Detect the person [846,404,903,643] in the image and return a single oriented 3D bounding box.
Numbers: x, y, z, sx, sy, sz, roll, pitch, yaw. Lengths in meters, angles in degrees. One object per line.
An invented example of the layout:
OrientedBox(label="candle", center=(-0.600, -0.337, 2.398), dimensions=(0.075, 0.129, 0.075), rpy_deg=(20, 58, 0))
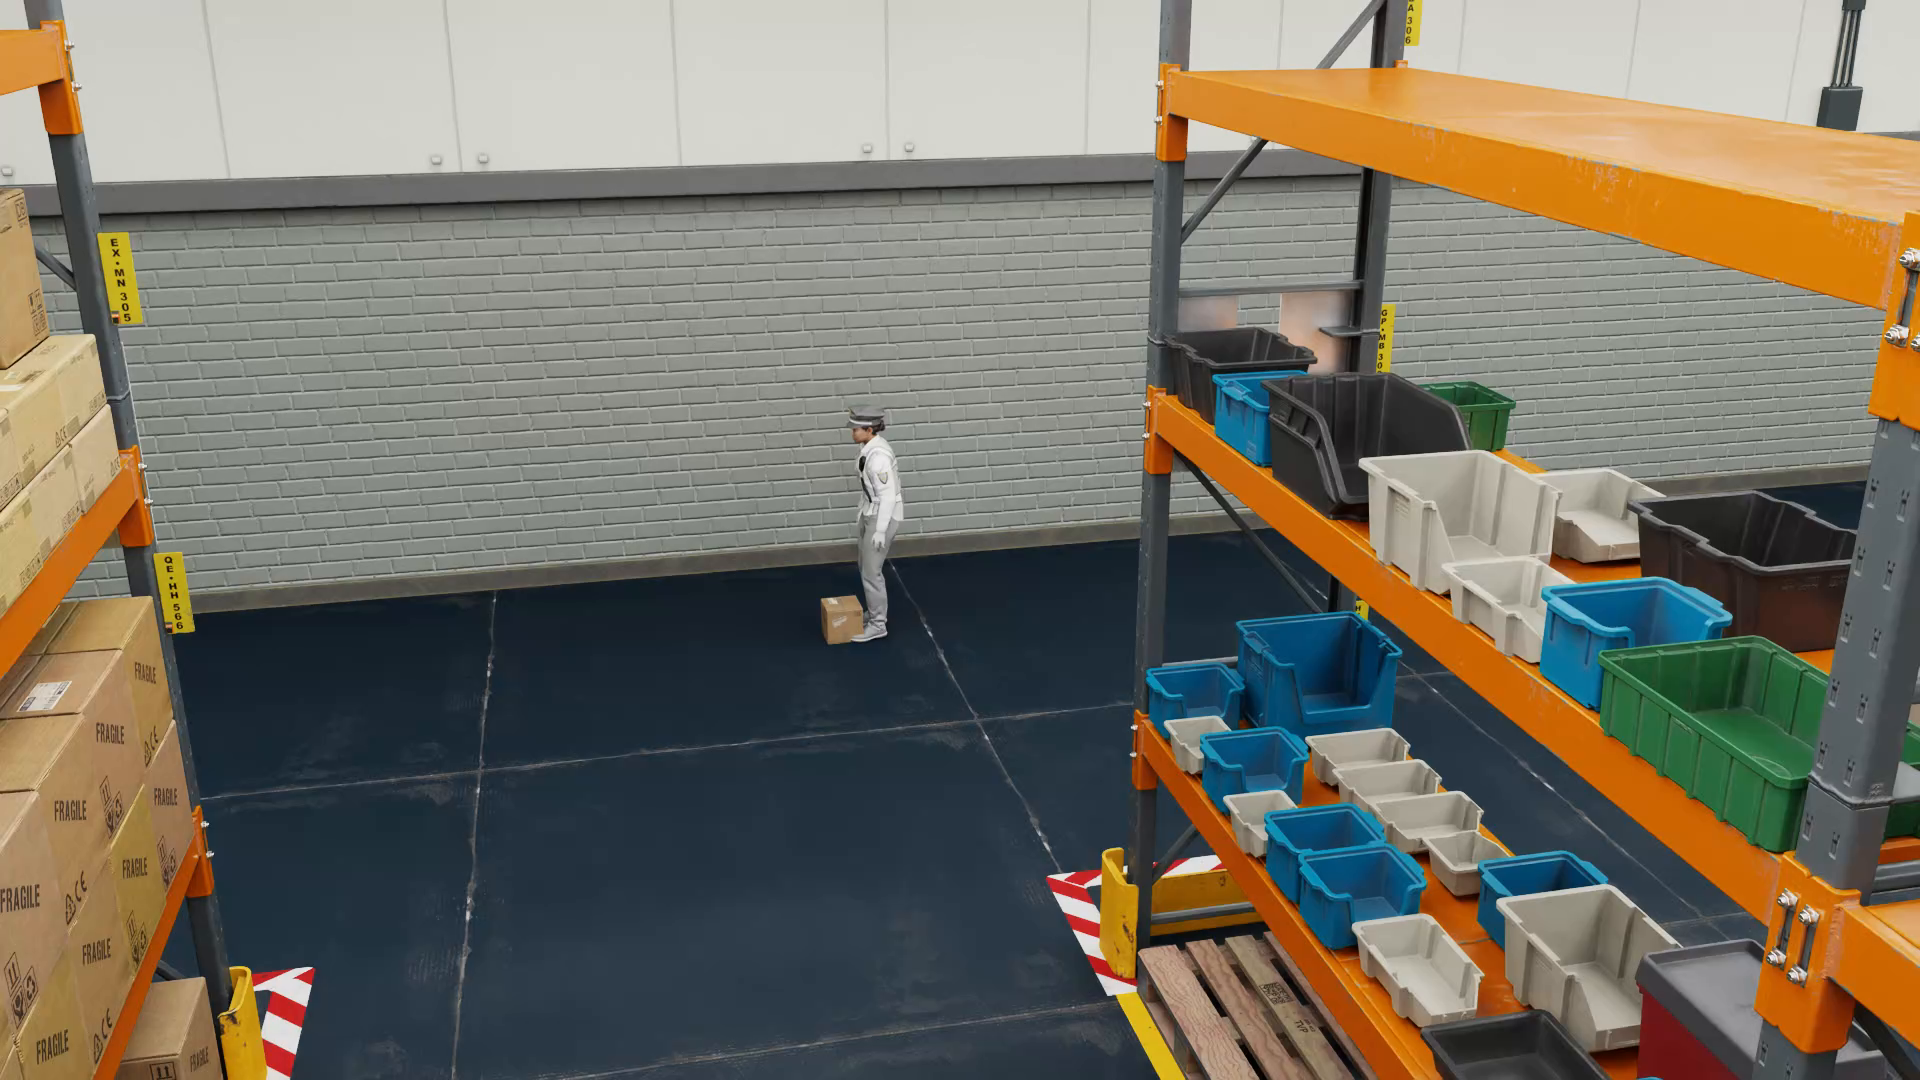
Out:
OrientedBox(label="person", center=(-0.607, -0.125, 11.415), dimensions=(0.415, 1.662, 0.539), rpy_deg=(-6, 21, -16))
